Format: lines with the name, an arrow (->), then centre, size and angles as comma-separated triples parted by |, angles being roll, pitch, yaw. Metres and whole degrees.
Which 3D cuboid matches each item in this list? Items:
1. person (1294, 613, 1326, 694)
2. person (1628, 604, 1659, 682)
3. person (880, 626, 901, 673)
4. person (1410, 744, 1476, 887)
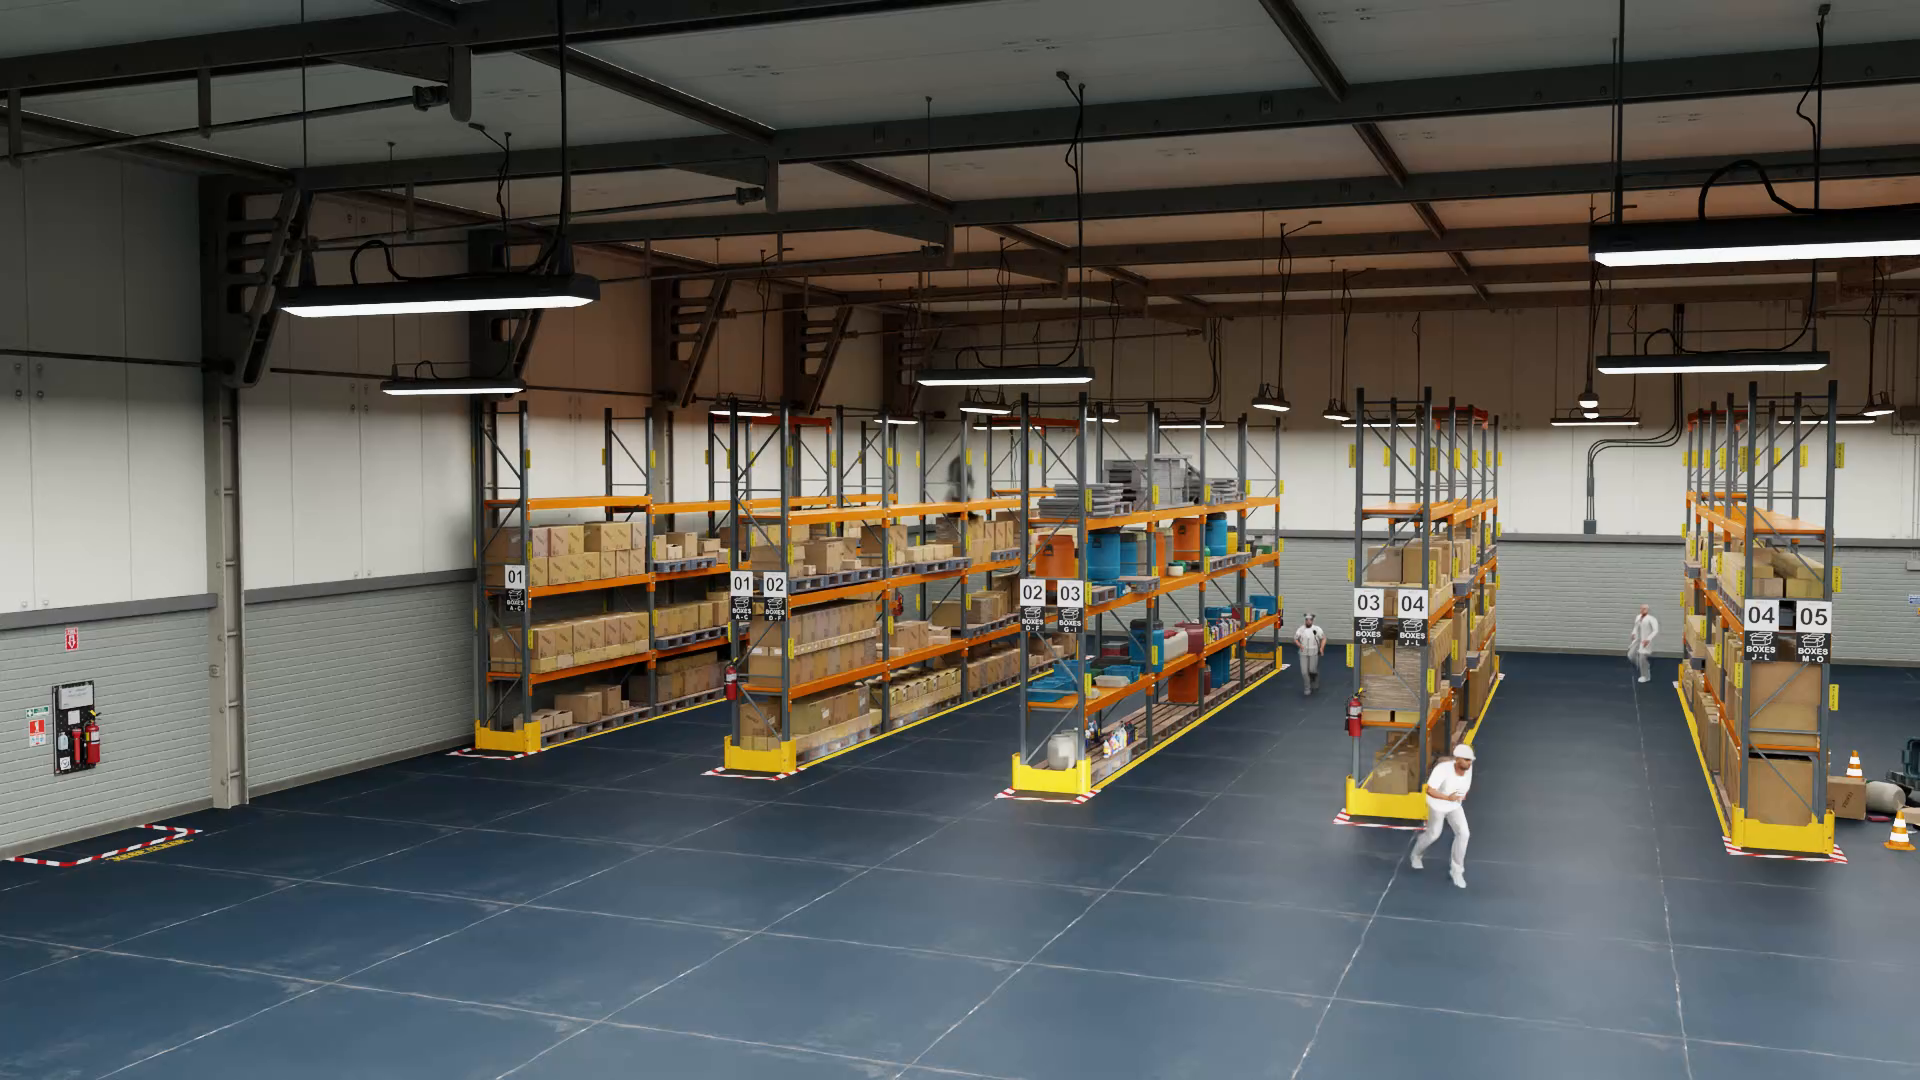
person -> 7.422, 2.418, 35.367 | 0.659, 1.737, 0.566 | 1, 3, 20
person -> 15.361, 2.318, 37.450 | 0.544, 1.741, 0.741 | -1, 3, -22
person -> -1.529, 2.451, 36.450 | 0.591, 1.601, 0.714 | 1, 3, 24
person -> 5.751, 3.230, 19.781 | 0.745, 1.716, 1.035 | -1, 3, -25
